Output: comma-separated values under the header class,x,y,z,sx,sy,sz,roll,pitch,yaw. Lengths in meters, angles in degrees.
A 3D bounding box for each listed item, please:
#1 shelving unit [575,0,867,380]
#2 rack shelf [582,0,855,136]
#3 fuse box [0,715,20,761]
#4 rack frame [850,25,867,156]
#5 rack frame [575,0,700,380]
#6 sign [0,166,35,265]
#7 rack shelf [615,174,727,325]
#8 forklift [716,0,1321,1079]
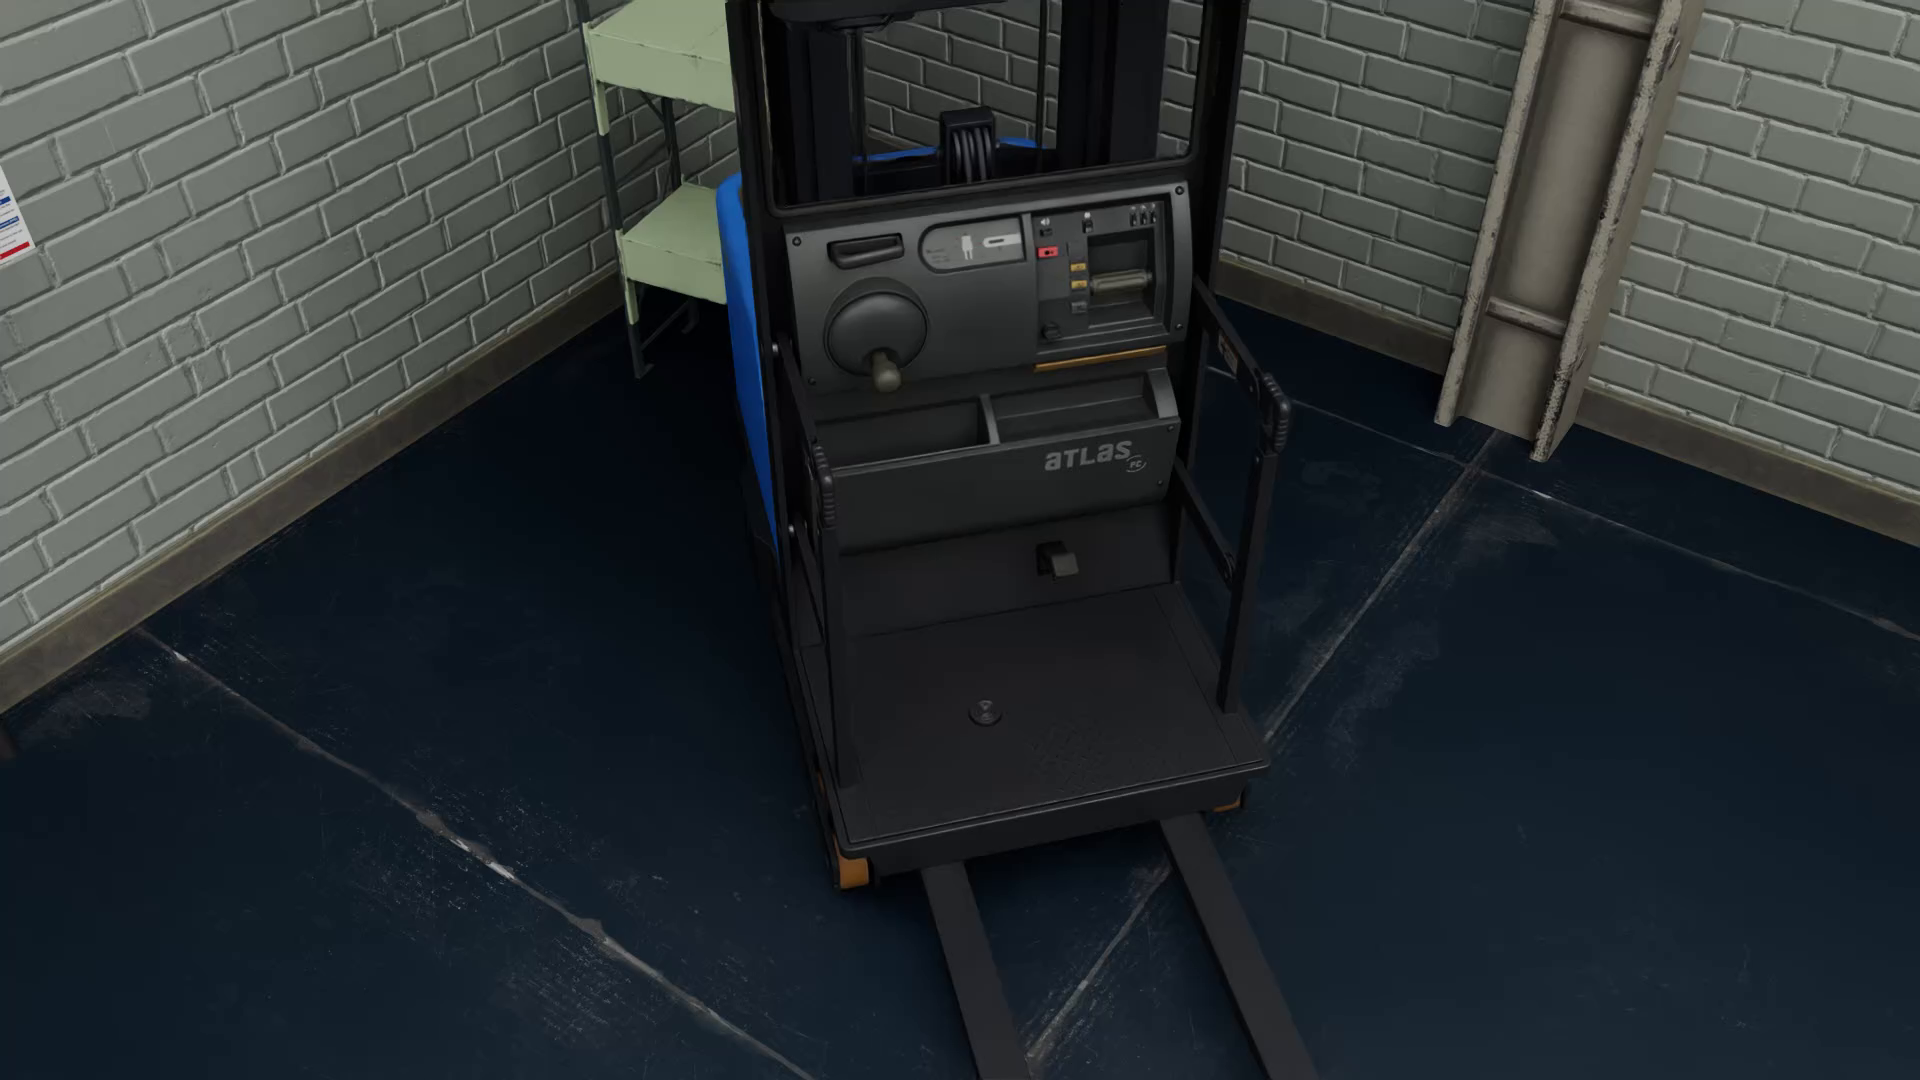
class,x,y,z,sx,sy,sz,roll,pitch,yaw
shelving unit,-0.724,-1.148,5.408,0.755,1.500,0.431,17,45,18
rack shelf,-0.724,-1.439,5.148,0.720,0.370,0.431,17,45,18
fuse box,-2.589,-0.054,4.027,0.414,1.711,0.539,25,48,25
rack frame,-0.392,-1.046,5.294,0.023,1.500,0.400,17,45,18
rack frame,-1.057,-1.250,5.522,0.023,1.500,0.400,17,45,18
sign,-2.475,-0.847,4.019,0.001,0.494,0.329,25,48,25
rack shelf,-0.724,-0.905,5.626,0.720,0.370,0.431,17,45,18
forklift,0.132,-0.491,3.601,1.130,2.935,3.031,-10,43,-11
